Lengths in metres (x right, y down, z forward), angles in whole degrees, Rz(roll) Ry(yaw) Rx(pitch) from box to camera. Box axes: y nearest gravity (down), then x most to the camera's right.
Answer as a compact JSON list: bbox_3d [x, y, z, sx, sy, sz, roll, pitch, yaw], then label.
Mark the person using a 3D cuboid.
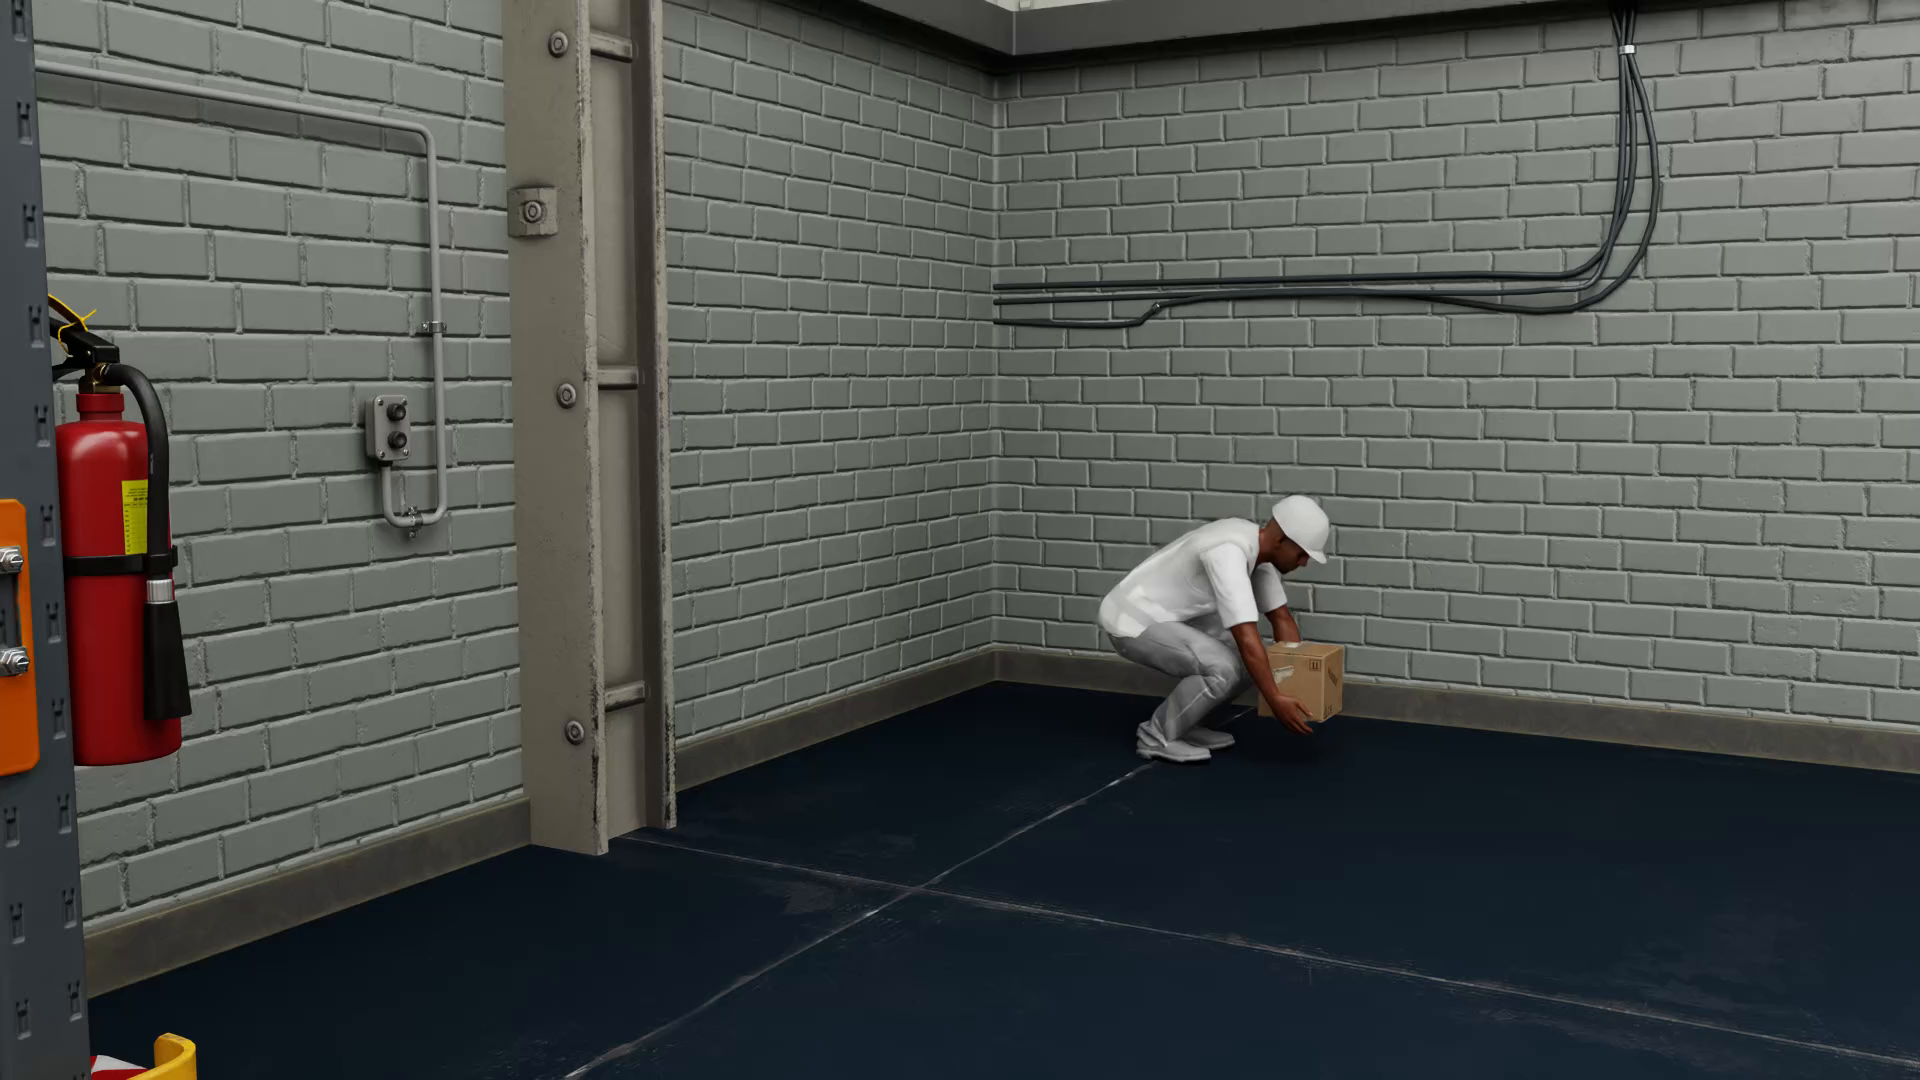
[{"bbox_3d":[1.002,0.330,6.456,0.886,1.028,0.583,3,7,28],"label":"person"}]
